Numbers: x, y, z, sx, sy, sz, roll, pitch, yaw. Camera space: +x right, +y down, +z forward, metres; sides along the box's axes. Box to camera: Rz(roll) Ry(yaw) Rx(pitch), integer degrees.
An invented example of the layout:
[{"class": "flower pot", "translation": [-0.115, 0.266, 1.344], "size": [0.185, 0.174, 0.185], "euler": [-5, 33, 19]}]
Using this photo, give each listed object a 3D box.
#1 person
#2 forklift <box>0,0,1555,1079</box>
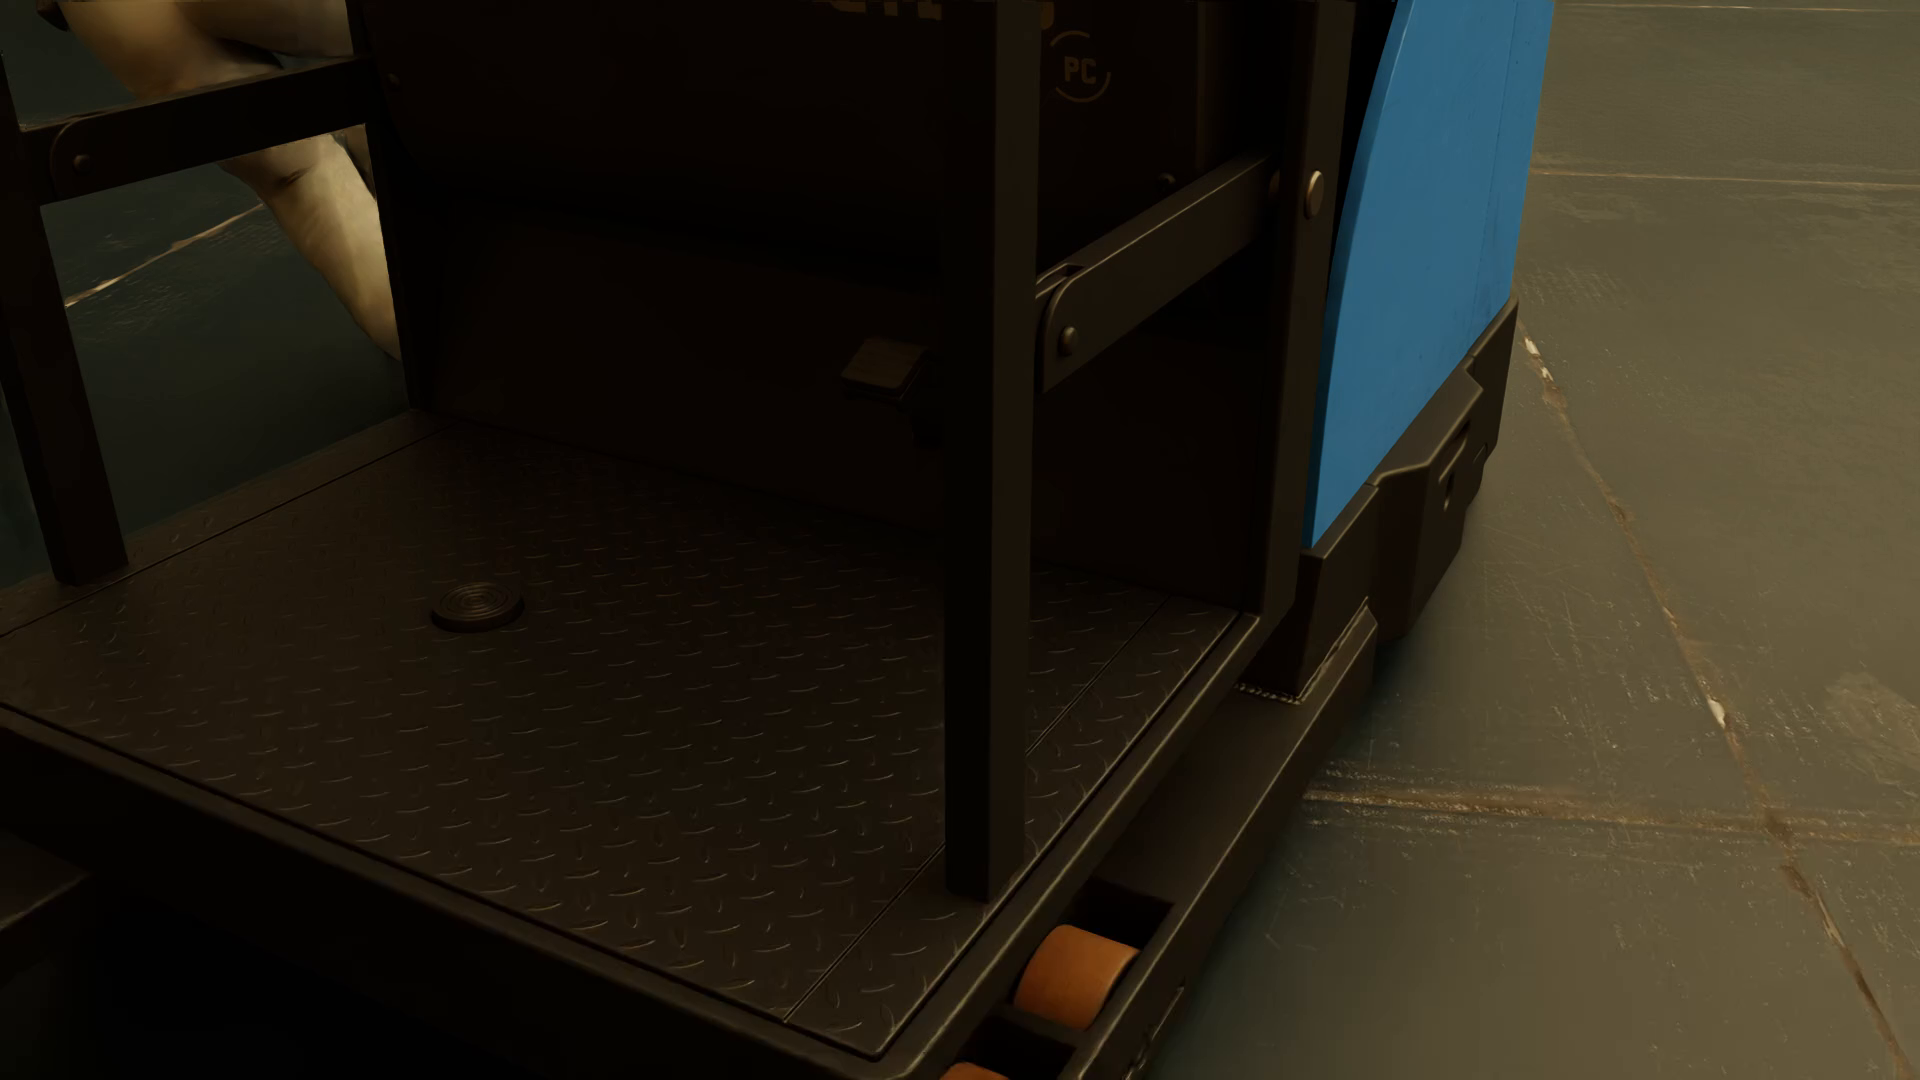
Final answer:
[{"class": "person", "translation": [-1.164, -1.041, 2.919], "size": [0.988, 1.521, 0.905], "euler": [0, 27, 0]}, {"class": "forklift", "translation": [-0.289, -0.955, 1.131], "size": [1.130, 2.935, 3.031], "euler": [14, 30, 25]}]
